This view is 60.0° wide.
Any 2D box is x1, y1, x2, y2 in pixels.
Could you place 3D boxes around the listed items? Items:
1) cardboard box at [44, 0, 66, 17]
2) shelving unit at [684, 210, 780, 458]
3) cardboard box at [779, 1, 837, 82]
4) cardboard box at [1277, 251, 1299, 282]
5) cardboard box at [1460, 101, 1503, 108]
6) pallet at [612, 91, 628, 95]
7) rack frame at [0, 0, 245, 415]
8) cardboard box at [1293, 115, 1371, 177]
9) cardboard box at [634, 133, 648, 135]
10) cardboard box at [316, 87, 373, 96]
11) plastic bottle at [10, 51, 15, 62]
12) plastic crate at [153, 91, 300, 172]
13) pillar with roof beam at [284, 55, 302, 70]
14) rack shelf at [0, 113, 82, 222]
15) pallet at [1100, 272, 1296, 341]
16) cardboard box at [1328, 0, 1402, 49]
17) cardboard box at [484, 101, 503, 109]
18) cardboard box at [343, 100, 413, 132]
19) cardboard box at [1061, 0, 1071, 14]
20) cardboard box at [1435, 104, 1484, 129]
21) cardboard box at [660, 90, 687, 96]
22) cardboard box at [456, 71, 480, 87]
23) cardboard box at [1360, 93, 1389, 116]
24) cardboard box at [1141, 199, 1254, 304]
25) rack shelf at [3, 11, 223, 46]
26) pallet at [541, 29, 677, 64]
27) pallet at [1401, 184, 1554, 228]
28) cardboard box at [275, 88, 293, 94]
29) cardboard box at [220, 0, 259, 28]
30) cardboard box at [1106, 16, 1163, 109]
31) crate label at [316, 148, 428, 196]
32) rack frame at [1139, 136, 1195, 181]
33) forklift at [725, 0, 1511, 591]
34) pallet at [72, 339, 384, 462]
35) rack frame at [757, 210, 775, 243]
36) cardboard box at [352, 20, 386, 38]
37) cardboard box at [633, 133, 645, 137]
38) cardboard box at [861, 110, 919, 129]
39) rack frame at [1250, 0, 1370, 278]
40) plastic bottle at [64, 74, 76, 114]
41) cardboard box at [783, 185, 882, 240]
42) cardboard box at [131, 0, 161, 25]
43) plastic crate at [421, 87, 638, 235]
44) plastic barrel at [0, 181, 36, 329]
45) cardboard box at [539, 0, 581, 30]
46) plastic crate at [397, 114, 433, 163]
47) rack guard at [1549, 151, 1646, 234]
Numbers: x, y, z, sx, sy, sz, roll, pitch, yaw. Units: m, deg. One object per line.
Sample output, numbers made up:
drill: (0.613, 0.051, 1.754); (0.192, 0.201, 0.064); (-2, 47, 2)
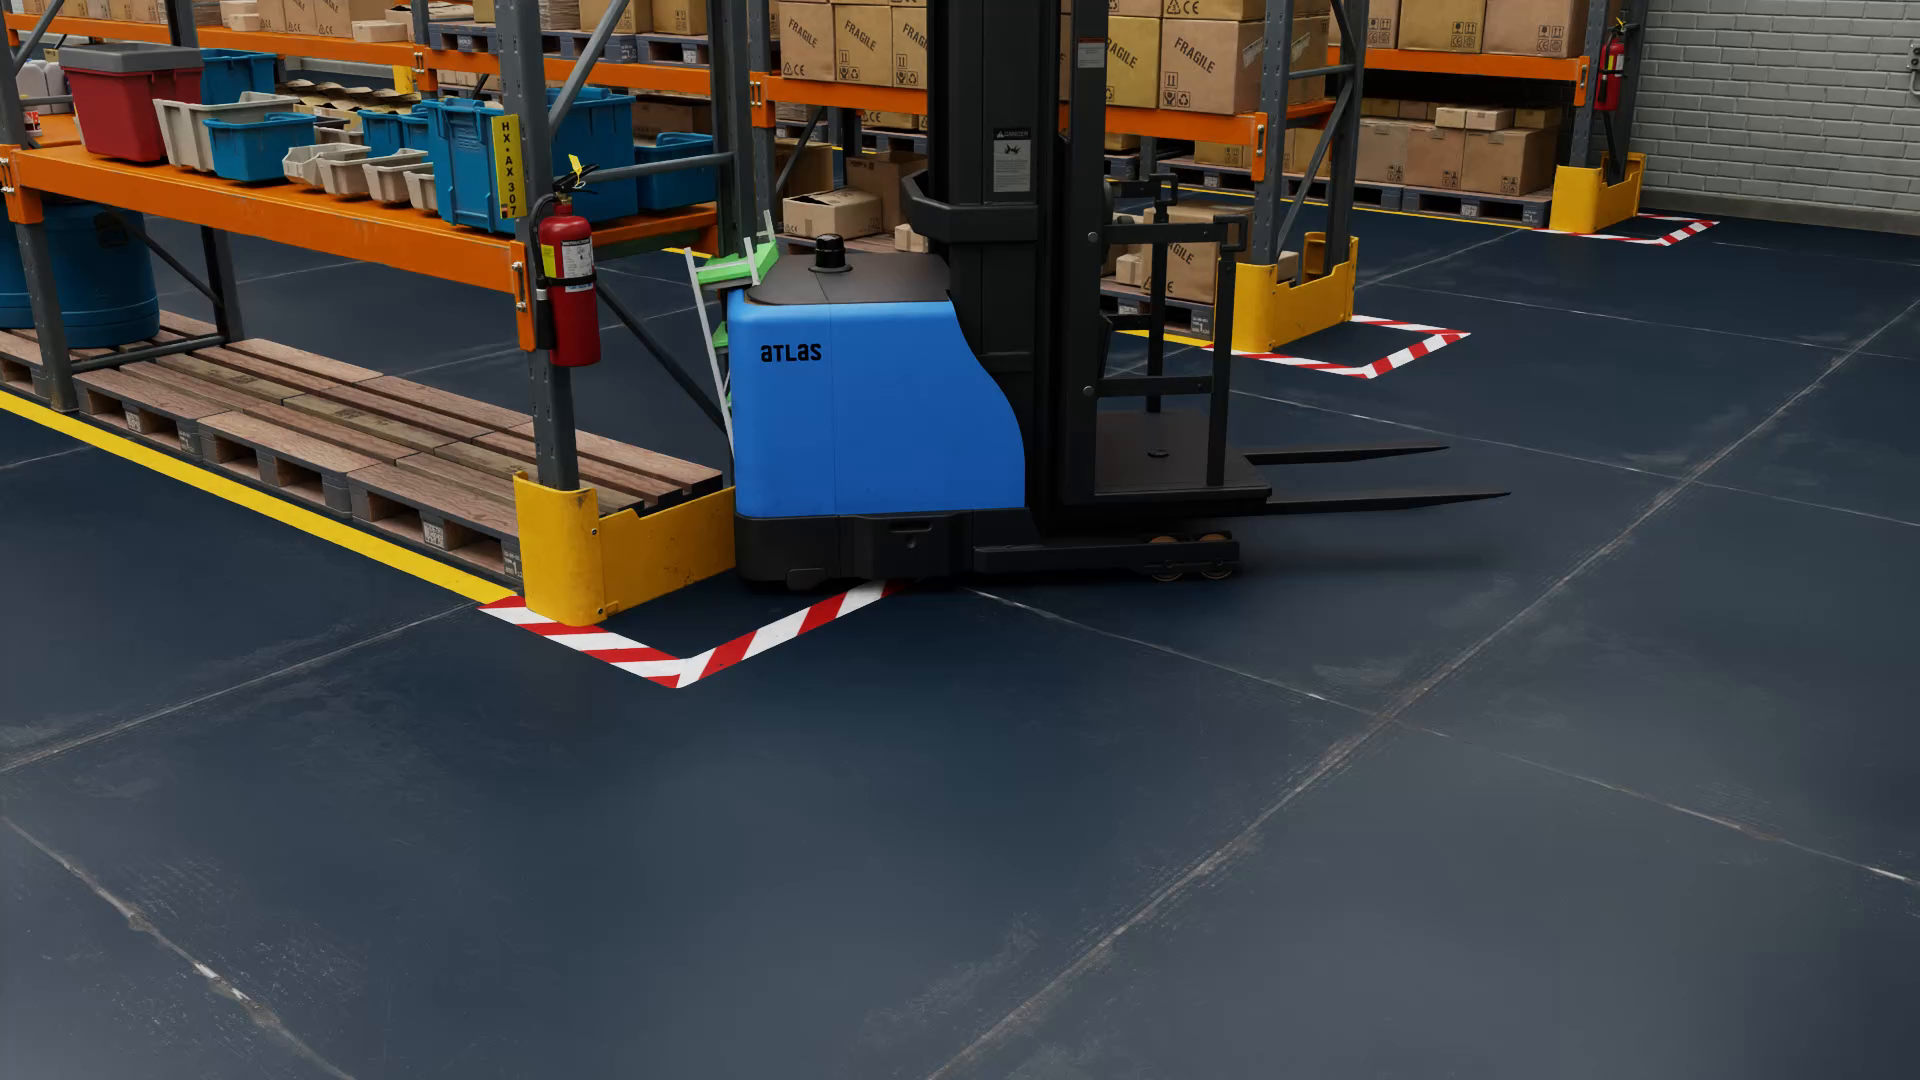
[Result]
cardboard box: (-9.623, -6.034, 18.275); (0.500, 0.500, 0.700); (17, 26, 38)
shelving unit: (-0.758, -0.607, 6.389); (0.258, 1.200, 0.503); (-8, 22, 6)
cardboard box: (-0.867, -3.392, 11.269); (0.500, 0.500, 0.500); (17, 26, 38)
cardboard box: (1.902, -1.700, 10.342); (0.250, 0.149, 0.380); (16, 26, 36)
cardboard box: (4.363, -3.594, 13.977); (0.250, 0.149, 0.380); (16, 26, 36)
pallet: (-4.701, -5.508, 20.976); (1.213, 0.211, 1.003); (16, 26, 36)
rack frame: (-4.225, -2.180, 8.197); (0.127, 3.000, 1.000); (16, 26, 36)
cardboard box: (3.337, -3.492, 14.624); (0.500, 0.500, 0.700); (17, 26, 37)
cardboard box: (-2.505, -3.086, 13.520); (0.500, 0.500, 0.500); (15, 25, 34)
cardboard box: (-6.001, -4.252, 16.199); (0.500, 0.311, 0.500); (16, 26, 36)
plastic bottle: (-5.512, -2.703, 9.654); (0.185, 0.351, 0.144); (16, 26, 36)
plastic crate: (-3.158, -1.761, 7.171); (0.530, 0.282, 0.437); (16, 26, 36)
pillar with roof beam: (-13.538, -10.614, 22.062); (0.400, 9.000, 9.100); (16, 26, 36)
rack shelf: (-5.774, -2.289, 9.508); (4.000, 0.370, 1.077); (16, 26, 36)
pallet: (1.332, -1.530, 10.427); (1.213, 0.211, 1.003); (16, 26, 36)
cardboard box: (3.581, -4.579, 14.134); (0.700, 0.700, 0.980); (15, 25, 34)
cardboard box: (-4.409, -3.795, 14.987); (0.500, 0.311, 0.500); (17, 27, 38)
cardboard box: (-5.157, -3.761, 14.899); (0.500, 0.311, 0.500); (16, 26, 35)
cardboard box: (0.694, -3.406, 9.891); (0.500, 0.500, 0.500); (17, 26, 38)
cardboard box: (4.120, -3.490, 13.701); (0.250, 0.149, 0.380); (17, 26, 38)
cardboard box: (-3.146, -5.448, 19.783); (0.500, 0.500, 0.700); (15, 26, 35)
cardboard box: (-6.337, -6.207, 22.063); (0.500, 0.311, 0.500); (19, 28, 41)
cardboard box: (3.577, -3.821, 14.577); (0.250, 0.149, 0.380); (16, 26, 35)
cardboard box: (1.432, -1.731, 9.926); (0.500, 0.500, 0.500); (16, 26, 36)
rack shelf: (-8.837, -5.427, 17.829); (4.000, 0.370, 1.077); (16, 26, 36)
pallet: (-2.679, -3.903, 13.039); (1.213, 0.211, 1.003); (16, 26, 36)
pallet: (4.469, -2.848, 13.921); (1.213, 0.211, 1.003); (16, 26, 36)
cardboard box: (-6.741, -4.217, 16.106); (0.500, 0.311, 0.500); (16, 26, 36)
cardboard box: (-6.879, -5.150, 16.286); (0.500, 0.250, 0.500); (18, 27, 40)
cardboard box: (1.086, -2.828, 9.774); (0.500, 0.500, 0.500); (16, 26, 37)
crate label: (-2.319, -1.449, 6.547); (0.243, 0.136, 0.396); (16, 26, 36)
rack frame: (2.039, -4.888, 15.379); (0.127, 3.000, 1.000); (16, 26, 36)
forklift: (0.624, -1.399, 6.224); (3.031, 2.935, 1.130); (-3, 21, -7)
pallet: (-3.631, -0.722, 8.283); (1.213, 0.211, 1.003); (16, 26, 36)
rack frame: (-0.750, -0.700, 6.614); (0.240, 1.200, 0.015); (-8, 22, 6)
cardboard box: (-5.212, -4.577, 14.910); (0.250, 0.149, 0.380); (19, 27, 40)
cardboard box: (-2.815, -2.938, 13.128); (0.500, 0.500, 0.500); (15, 25, 35)
cardboard box: (-0.573, -4.771, 17.521); (0.750, 0.750, 0.750); (16, 26, 36)
rack frame: (2.009, -2.641, 9.419); (0.127, 3.000, 1.000); (16, 26, 36)
plastic bottle: (-4.927, -2.522, 9.270); (0.133, 0.283, 0.061); (16, 26, 36)
cardboard box: (-0.901, -2.328, 11.778); (0.500, 0.311, 0.500); (16, 26, 36)
cardboard box: (-8.048, -5.578, 17.067); (0.500, 0.500, 0.700); (16, 26, 36)
plastic crate: (-1.503, -1.356, 5.877); (0.499, 0.435, 0.616); (16, 26, 36)
plastic barrel: (-5.184, -1.678, 9.247); (0.708, 0.901, 0.600); (16, 26, 36)
cardboard box: (-3.042, -4.303, 13.090); (0.700, 0.500, 0.500); (-16, 26, -37)
plastic crate: (-2.129, -1.676, 7.014); (0.300, 0.233, 0.416); (16, 26, 36)
rack guard: (5.157, -2.821, 13.439); (0.348, 0.500, 1.175); (16, 26, 36)
